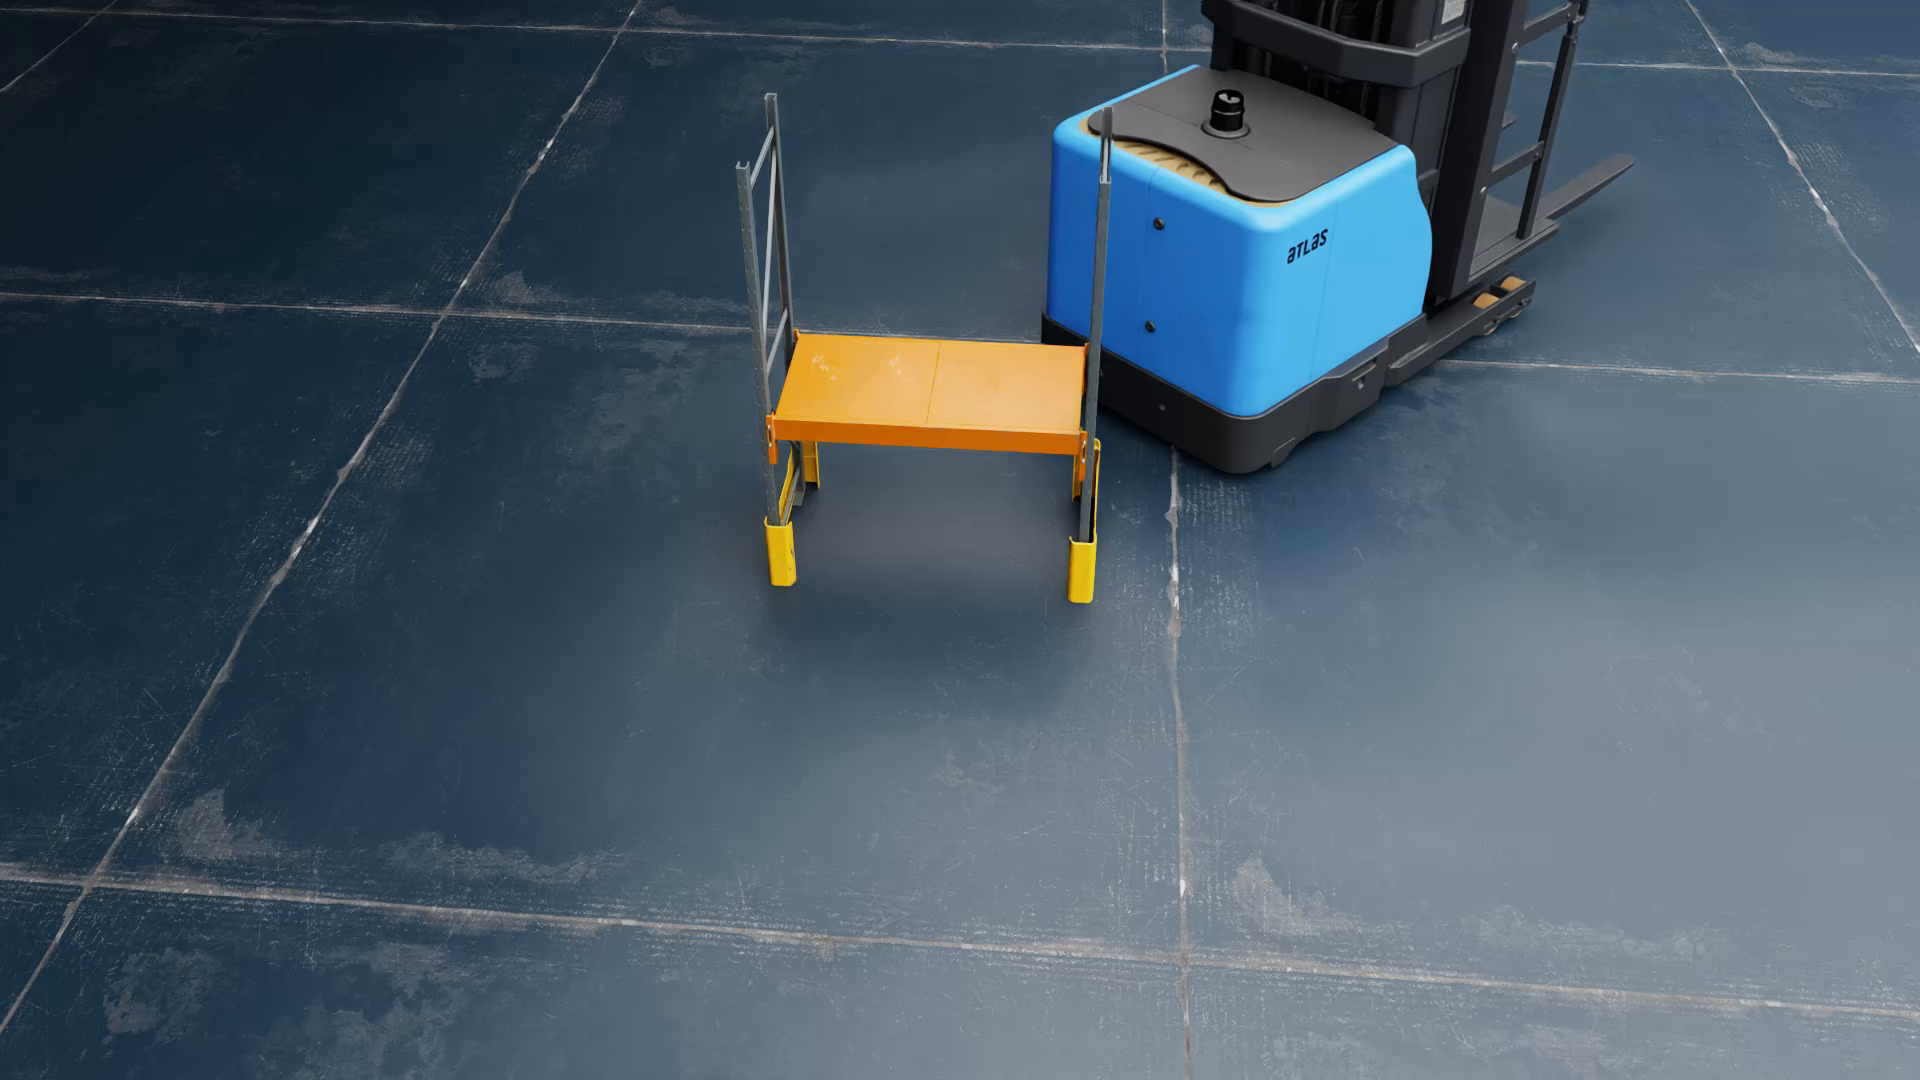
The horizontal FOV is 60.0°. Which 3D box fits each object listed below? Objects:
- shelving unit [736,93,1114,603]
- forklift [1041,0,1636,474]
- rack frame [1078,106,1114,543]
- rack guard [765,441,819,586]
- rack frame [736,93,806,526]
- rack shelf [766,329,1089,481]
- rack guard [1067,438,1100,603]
[{"bbox_3d":[-0.076,-0.586,5.282,1.083,1.500,0.587,3,39,4],"label":"shelving unit"},{"bbox_3d":[1.728,-2.186,6.113,3.031,2.935,1.130,-31,48,-32],"label":"forklift"},{"bbox_3d":[0.421,-0.559,5.248,0.032,1.500,0.500,3,39,4],"label":"rack frame"},{"bbox_3d":[-0.572,-0.128,5.710,0.087,0.250,0.587,3,39,4],"label":"rack guard"},{"bbox_3d":[-0.591,-0.614,5.316,0.032,1.500,0.500,3,39,4],"label":"rack frame"},{"bbox_3d":[-0.085,-0.447,5.396,1.000,0.185,0.538,3,39,4],"label":"rack shelf"},{"bbox_3d":[0.420,-0.074,5.643,0.087,0.250,0.587,3,39,4],"label":"rack guard"}]
